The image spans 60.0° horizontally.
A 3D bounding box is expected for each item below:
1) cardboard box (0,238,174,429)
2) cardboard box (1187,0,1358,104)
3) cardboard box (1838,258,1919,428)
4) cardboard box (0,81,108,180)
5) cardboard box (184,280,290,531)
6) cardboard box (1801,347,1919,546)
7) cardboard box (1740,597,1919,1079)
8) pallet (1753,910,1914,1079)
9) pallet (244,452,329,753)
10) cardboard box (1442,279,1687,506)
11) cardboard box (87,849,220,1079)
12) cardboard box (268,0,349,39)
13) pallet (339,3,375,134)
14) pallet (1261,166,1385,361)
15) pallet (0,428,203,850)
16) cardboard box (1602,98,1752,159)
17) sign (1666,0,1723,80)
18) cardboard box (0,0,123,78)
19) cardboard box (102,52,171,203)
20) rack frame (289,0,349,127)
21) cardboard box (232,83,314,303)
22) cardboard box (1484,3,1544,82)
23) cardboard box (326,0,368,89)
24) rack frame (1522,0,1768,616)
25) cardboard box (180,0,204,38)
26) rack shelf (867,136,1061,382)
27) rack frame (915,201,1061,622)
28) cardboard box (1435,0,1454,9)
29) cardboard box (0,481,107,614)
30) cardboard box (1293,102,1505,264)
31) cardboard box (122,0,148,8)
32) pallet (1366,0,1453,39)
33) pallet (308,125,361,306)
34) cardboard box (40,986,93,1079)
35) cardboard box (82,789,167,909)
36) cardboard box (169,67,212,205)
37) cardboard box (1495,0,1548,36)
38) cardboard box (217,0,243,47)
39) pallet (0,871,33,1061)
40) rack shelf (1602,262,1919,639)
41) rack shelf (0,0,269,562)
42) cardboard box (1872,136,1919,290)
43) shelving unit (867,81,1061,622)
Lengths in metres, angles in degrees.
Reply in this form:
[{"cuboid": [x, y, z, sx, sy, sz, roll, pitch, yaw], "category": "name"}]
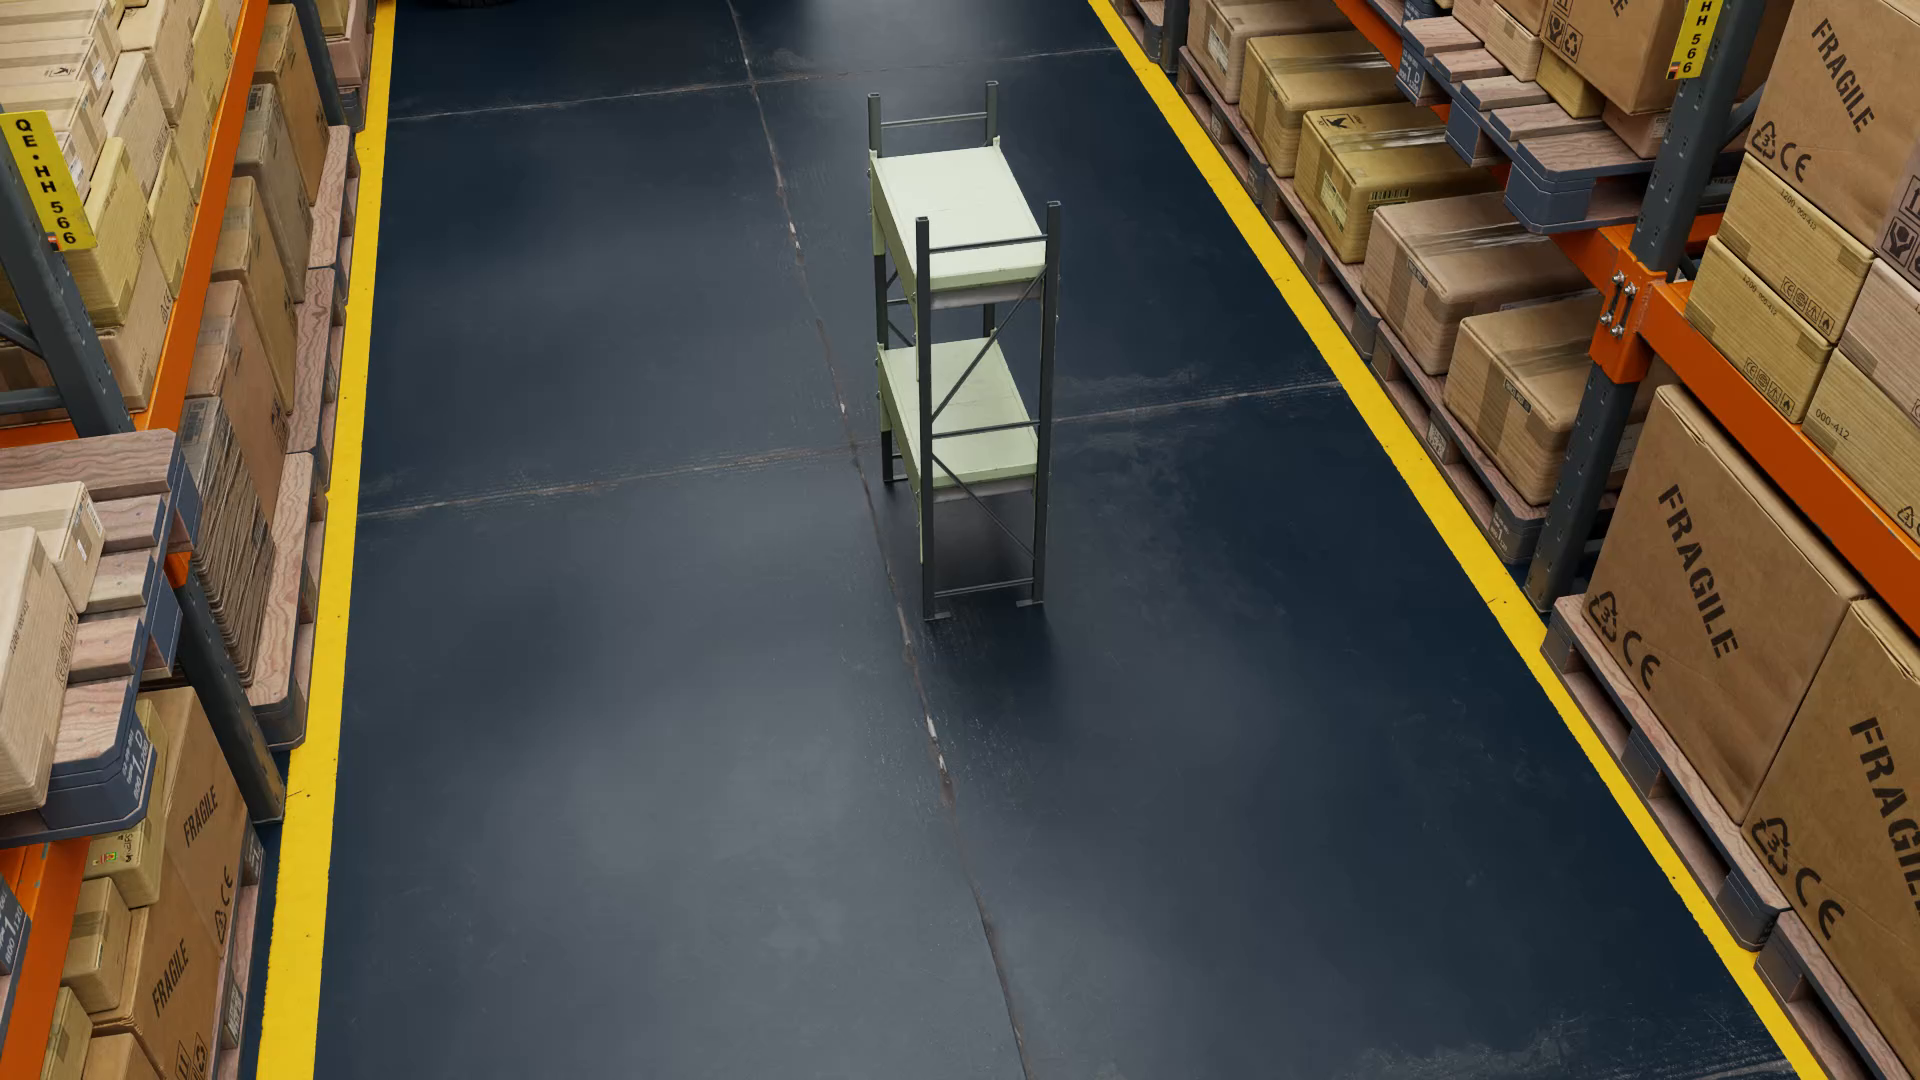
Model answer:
[{"cuboid": [-2.323, -0.537, 4.209, 0.500, 0.250, 0.500, -8, 42, -9], "category": "cardboard box"}, {"cuboid": [1.632, -2.412, 7.871, 0.950, 0.372, 0.625, -8, 42, -9], "category": "cardboard box"}, {"cuboid": [2.359, -0.416, 3.696, 0.500, 0.250, 0.500, -7, 42, -8], "category": "cardboard box"}, {"cuboid": [-2.306, -0.973, 4.022, 0.380, 0.149, 0.250, -7, 42, -8], "category": "cardboard box"}, {"cuboid": [-2.736, -0.369, 5.378, 0.875, 0.625, 0.625, -7, 42, -8], "category": "cardboard box"}, {"cuboid": [2.368, -0.245, 3.879, 0.500, 0.250, 0.500, -9, 42, -11], "category": "cardboard box"}, {"cuboid": [2.636, 0.691, 3.996, 0.875, 0.875, 0.875, -8, 42, -9], "category": "cardboard box"}, {"cuboid": [2.736, 1.369, 4.048, 1.003, 0.211, 1.213, -8, 42, -9], "category": "pallet"}, {"cuboid": [-2.606, 0.233, 5.329, 1.003, 0.211, 1.213, -8, 42, -9], "category": "pallet"}, {"cuboid": [2.268, -0.527, 5.747, 0.950, 0.372, 0.625, -11, 43, -12], "category": "cardboard box"}, {"cuboid": [-2.067, 1.076, 3.845, 0.500, 0.500, 0.500, -9, 42, -10], "category": "cardboard box"}, {"cuboid": [-3.132, -2.537, 7.727, 0.500, 0.250, 0.500, -9, 42, -9], "category": "cardboard box"}, {"cuboid": [-3.460, -2.342, 8.230, 1.003, 0.211, 1.213, -8, 42, -9], "category": "pallet"}, {"cuboid": [1.953, -1.238, 6.985, 1.003, 0.211, 1.213, -8, 42, -9], "category": "pallet"}, {"cuboid": [-2.251, 0.230, 3.376, 1.213, 0.211, 1.003, -8, 42, -9], "category": "pallet"}, {"cuboid": [2.079, -1.226, 4.745, 0.380, 0.149, 0.250, -7, 42, -8], "category": "cardboard box"}, {"cuboid": [1.852, -1.304, 4.147, 0.100, 0.325, 0.005, -8, 42, -9], "category": "sign"}, {"cuboid": [-2.455, -1.303, 4.394, 0.380, 0.149, 0.250, -8, 42, -9], "category": "cardboard box"}, {"cuboid": [-2.430, -1.049, 4.409, 0.500, 0.250, 0.500, -7, 42, -8], "category": "cardboard box"}, {"cuboid": [-3.329, -2.864, 6.717, 1.000, 3.000, 0.127, -8, 42, -9], "category": "rack frame"}, {"cuboid": [-3.046, -1.292, 6.418, 0.875, 0.625, 0.625, -9, 42, -10], "category": "cardboard box"}, {"cuboid": [1.853, -1.547, 5.106, 0.380, 0.149, 0.250, -9, 42, -10], "category": "cardboard box"}, {"cuboid": [-3.110, -2.353, 7.897, 0.500, 0.250, 0.500, -8, 42, -9], "category": "cardboard box"}, {"cuboid": [2.380, -0.985, 4.600, 1.000, 3.000, 0.127, -8, 42, -9], "category": "rack frame"}, {"cuboid": [-2.660, -1.719, 5.163, 0.500, 0.250, 0.500, -8, 42, -9], "category": "cardboard box"}, {"cuboid": [-0.001, -0.857, 4.998, 0.431, 0.370, 0.720, -8, 42, -9], "category": "rack shelf"}, {"cuboid": [0.078, -0.328, 4.990, 0.400, 1.500, 0.023, -8, 42, -9], "category": "rack frame"}, {"cuboid": [1.733, -1.887, 5.490, 0.380, 0.149, 0.250, -8, 42, -9], "category": "cardboard box"}, {"cuboid": [-1.949, 0.037, 3.322, 0.380, 0.149, 0.250, -8, 42, -8], "category": "cardboard box"}, {"cuboid": [1.942, -1.496, 6.839, 0.950, 0.372, 0.625, -7, 42, -8], "category": "cardboard box"}, {"cuboid": [-2.536, -1.635, 4.768, 0.380, 0.149, 0.250, -8, 42, -8], "category": "cardboard box"}, {"cuboid": [1.913, -2.190, 6.102, 1.003, 0.211, 1.213, -8, 42, -9], "category": "pallet"}, {"cuboid": [-3.132, -1.349, 7.111, 1.003, 0.211, 1.213, -8, 42, -9], "category": "pallet"}, {"cuboid": [-1.996, 1.075, 3.357, 0.380, 0.149, 0.250, -7, 42, -8], "category": "cardboard box"}, {"cuboid": [-2.023, 0.721, 3.757, 0.380, 0.149, 0.250, -10, 43, -12], "category": "cardboard box"}, {"cuboid": [-2.545, -1.197, 4.952, 0.500, 0.250, 0.500, -10, 42, -11], "category": "cardboard box"}, {"cuboid": [1.888, -1.879, 4.991, 0.500, 0.500, 0.500, -9, 42, -10], "category": "cardboard box"}, {"cuboid": [-2.774, -1.867, 5.707, 0.500, 0.250, 0.500, -8, 42, -9], "category": "cardboard box"}, {"cuboid": [-2.042, 1.061, 2.440, 1.003, 0.211, 1.213, -8, 42, -9], "category": "pallet"}, {"cuboid": [2.812, 0.581, 3.378, 1.077, 0.370, 4.000, -8, 42, -9], "category": "rack shelf"}, {"cuboid": [-2.898, -1.298, 5.495, 1.077, 0.370, 4.000, -8, 42, -9], "category": "rack shelf"}, {"cuboid": [2.364, -0.721, 3.474, 0.500, 0.500, 0.500, -8, 42, -9], "category": "cardboard box"}, {"cuboid": [-0.001, -0.565, 5.257, 0.431, 1.500, 0.755, -8, 42, -9], "category": "shelving unit"}]
